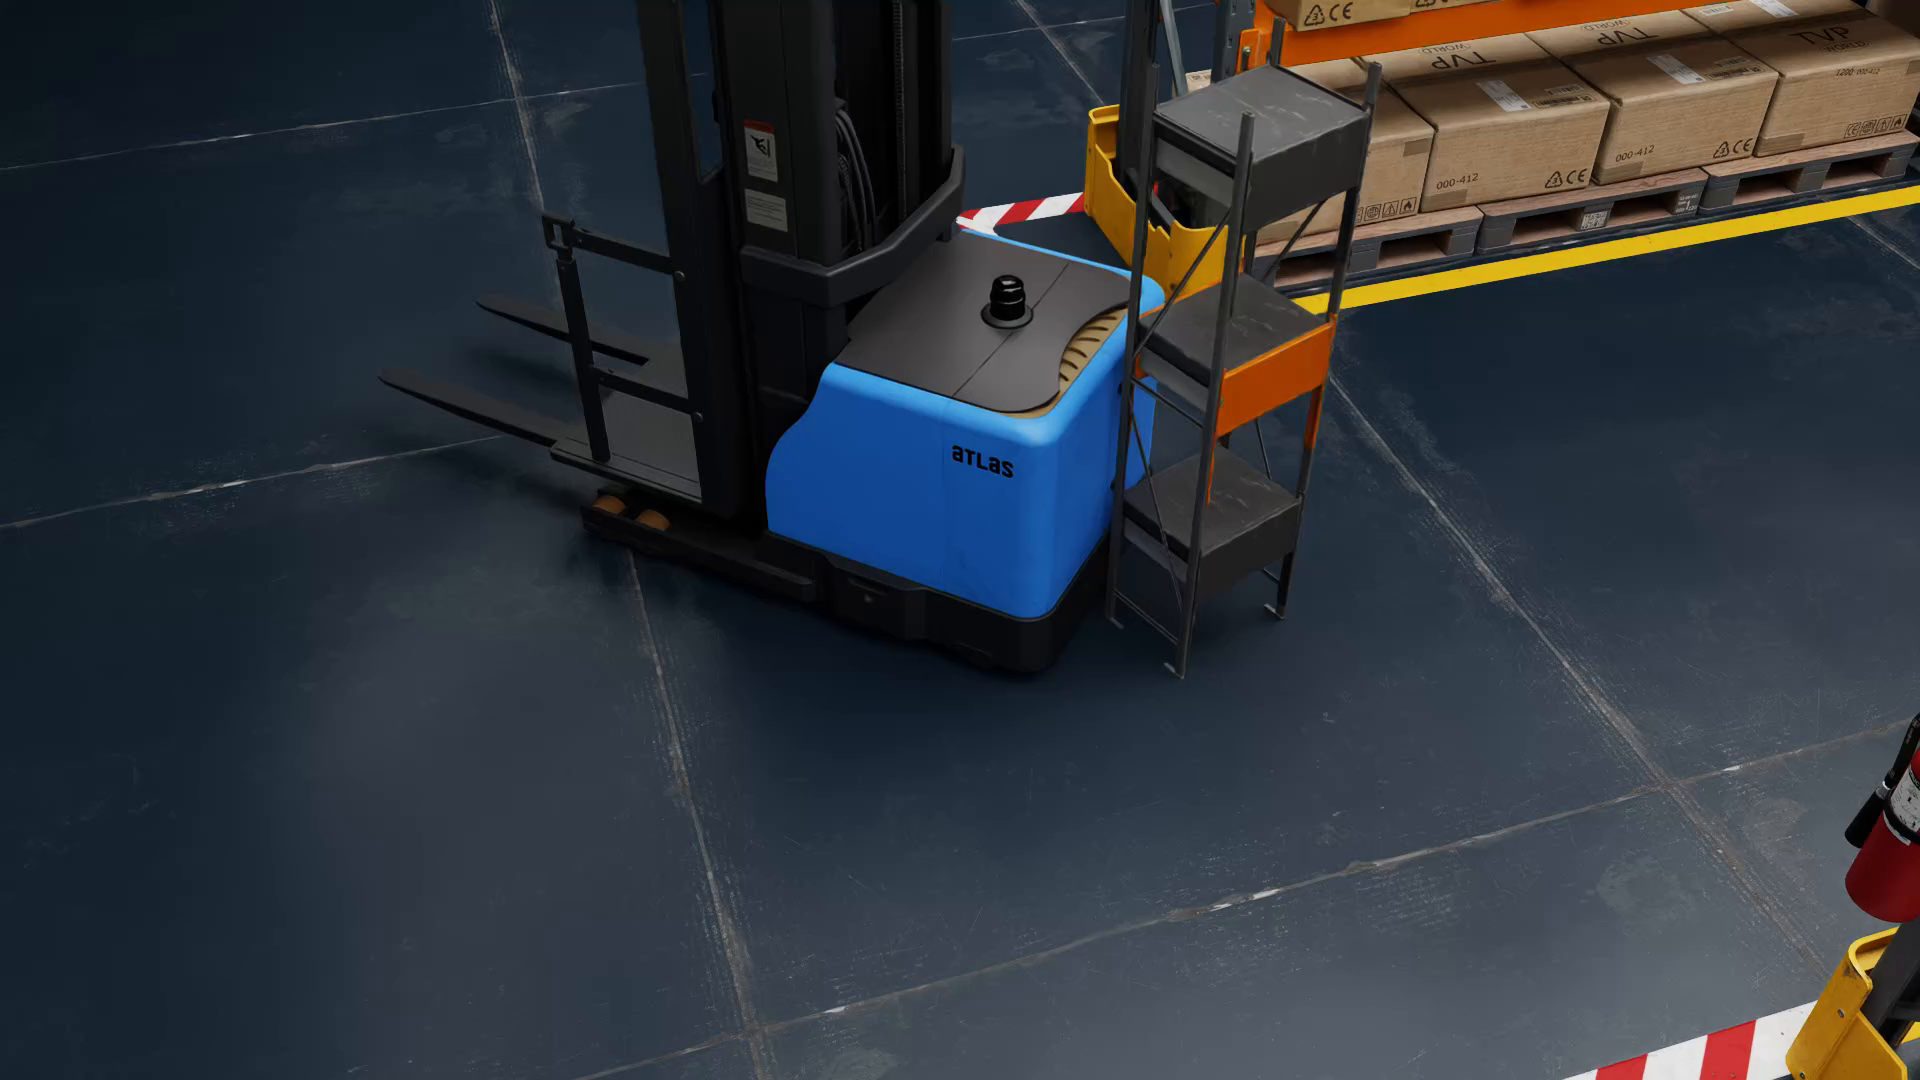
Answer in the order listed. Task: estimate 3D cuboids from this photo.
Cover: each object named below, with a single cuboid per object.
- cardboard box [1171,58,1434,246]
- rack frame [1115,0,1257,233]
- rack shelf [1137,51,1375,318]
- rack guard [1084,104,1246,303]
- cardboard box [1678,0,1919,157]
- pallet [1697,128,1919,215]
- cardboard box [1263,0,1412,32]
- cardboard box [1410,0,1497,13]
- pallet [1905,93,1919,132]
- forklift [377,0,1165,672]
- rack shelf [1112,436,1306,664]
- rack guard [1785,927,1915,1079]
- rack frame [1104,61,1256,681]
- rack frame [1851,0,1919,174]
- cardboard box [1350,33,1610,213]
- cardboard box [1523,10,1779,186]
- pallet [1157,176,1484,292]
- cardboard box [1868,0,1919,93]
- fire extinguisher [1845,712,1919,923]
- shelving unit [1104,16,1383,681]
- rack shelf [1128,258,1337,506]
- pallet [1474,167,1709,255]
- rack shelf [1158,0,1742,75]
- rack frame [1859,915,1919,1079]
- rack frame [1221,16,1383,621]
[{"bbox_3d":[1.547,-1.830,7.693,0.875,0.438,0.875,-13,43,-15],"label":"cardboard box"},{"bbox_3d":[0.948,-2.443,6.767,0.127,3.000,1.000,-12,42,-13],"label":"rack frame"},{"bbox_3d":[0.835,-1.029,4.789,0.480,0.518,0.431,-27,48,-27],"label":"rack shelf"},{"bbox_3d":[0.925,-1.497,7.584,0.348,0.500,1.175,-12,42,-13],"label":"rack guard"},{"bbox_3d":[4.132,-2.370,8.312,0.875,0.438,0.875,-12,43,-14],"label":"cardboard box"},{"bbox_3d":[4.014,-2.083,8.473,1.213,0.211,1.003,-12,42,-13],"label":"pallet"},{"bbox_3d":[1.492,-2.396,6.636,0.500,0.500,0.500,-12,43,-13],"label":"cardboard box"},{"bbox_3d":[1.966,-2.513,6.771,0.500,0.500,0.500,-12,43,-14],"label":"cardboard box"},{"bbox_3d":[5.476,-2.384,8.818,1.213,0.211,1.003,-12,42,-13],"label":"pallet"},{"bbox_3d":[-0.840,-1.338,5.553,3.031,2.935,1.130,19,44,20],"label":"forklift"},{"bbox_3d":[0.835,0.025,5.710,0.480,0.518,0.431,-27,48,-27],"label":"rack shelf"},{"bbox_3d":[2.604,1.569,4.074,0.348,0.500,1.175,-12,42,-13],"label":"rack guard"},{"bbox_3d":[0.641,-0.415,5.129,0.015,2.100,0.400,-27,48,-27],"label":"rack frame"},{"bbox_3d":[4.763,-3.234,7.672,0.127,3.000,1.000,-12,42,-13],"label":"rack frame"},{"bbox_3d":[2.418,-2.016,7.906,0.875,0.438,0.875,-11,42,-12],"label":"cardboard box"},{"bbox_3d":[3.278,-2.193,8.109,0.875,0.438,0.875,-13,43,-14],"label":"cardboard box"},{"bbox_3d":[1.687,-1.600,7.921,1.213,0.211,1.003,-12,42,-13],"label":"pallet"},{"bbox_3d":[5.330,-2.765,8.430,0.875,0.875,0.875,-10,42,-12],"label":"cardboard box"},{"bbox_3d":[2.152,0.573,3.657,0.183,0.674,0.296,-12,42,-13],"label":"fire extinguisher"},{"bbox_3d":[0.835,-0.513,5.241,0.503,2.100,0.431,-27,48,-27],"label":"shelving unit"},{"bbox_3d":[0.835,-0.502,5.250,0.480,0.518,0.431,-27,48,-27],"label":"rack shelf"},{"bbox_3d":[2.848,-1.839,8.195,1.213,0.211,1.003,-12,42,-13],"label":"pallet"},{"bbox_3d":[2.855,-2.568,7.456,4.000,0.370,1.077,-12,42,-13],"label":"rack shelf"},{"bbox_3d":[2.531,0.643,3.234,0.127,3.000,1.000,-12,42,-13],"label":"rack frame"},{"bbox_3d":[1.029,-0.610,5.352,0.015,2.100,0.400,-27,48,-27],"label":"rack frame"}]
